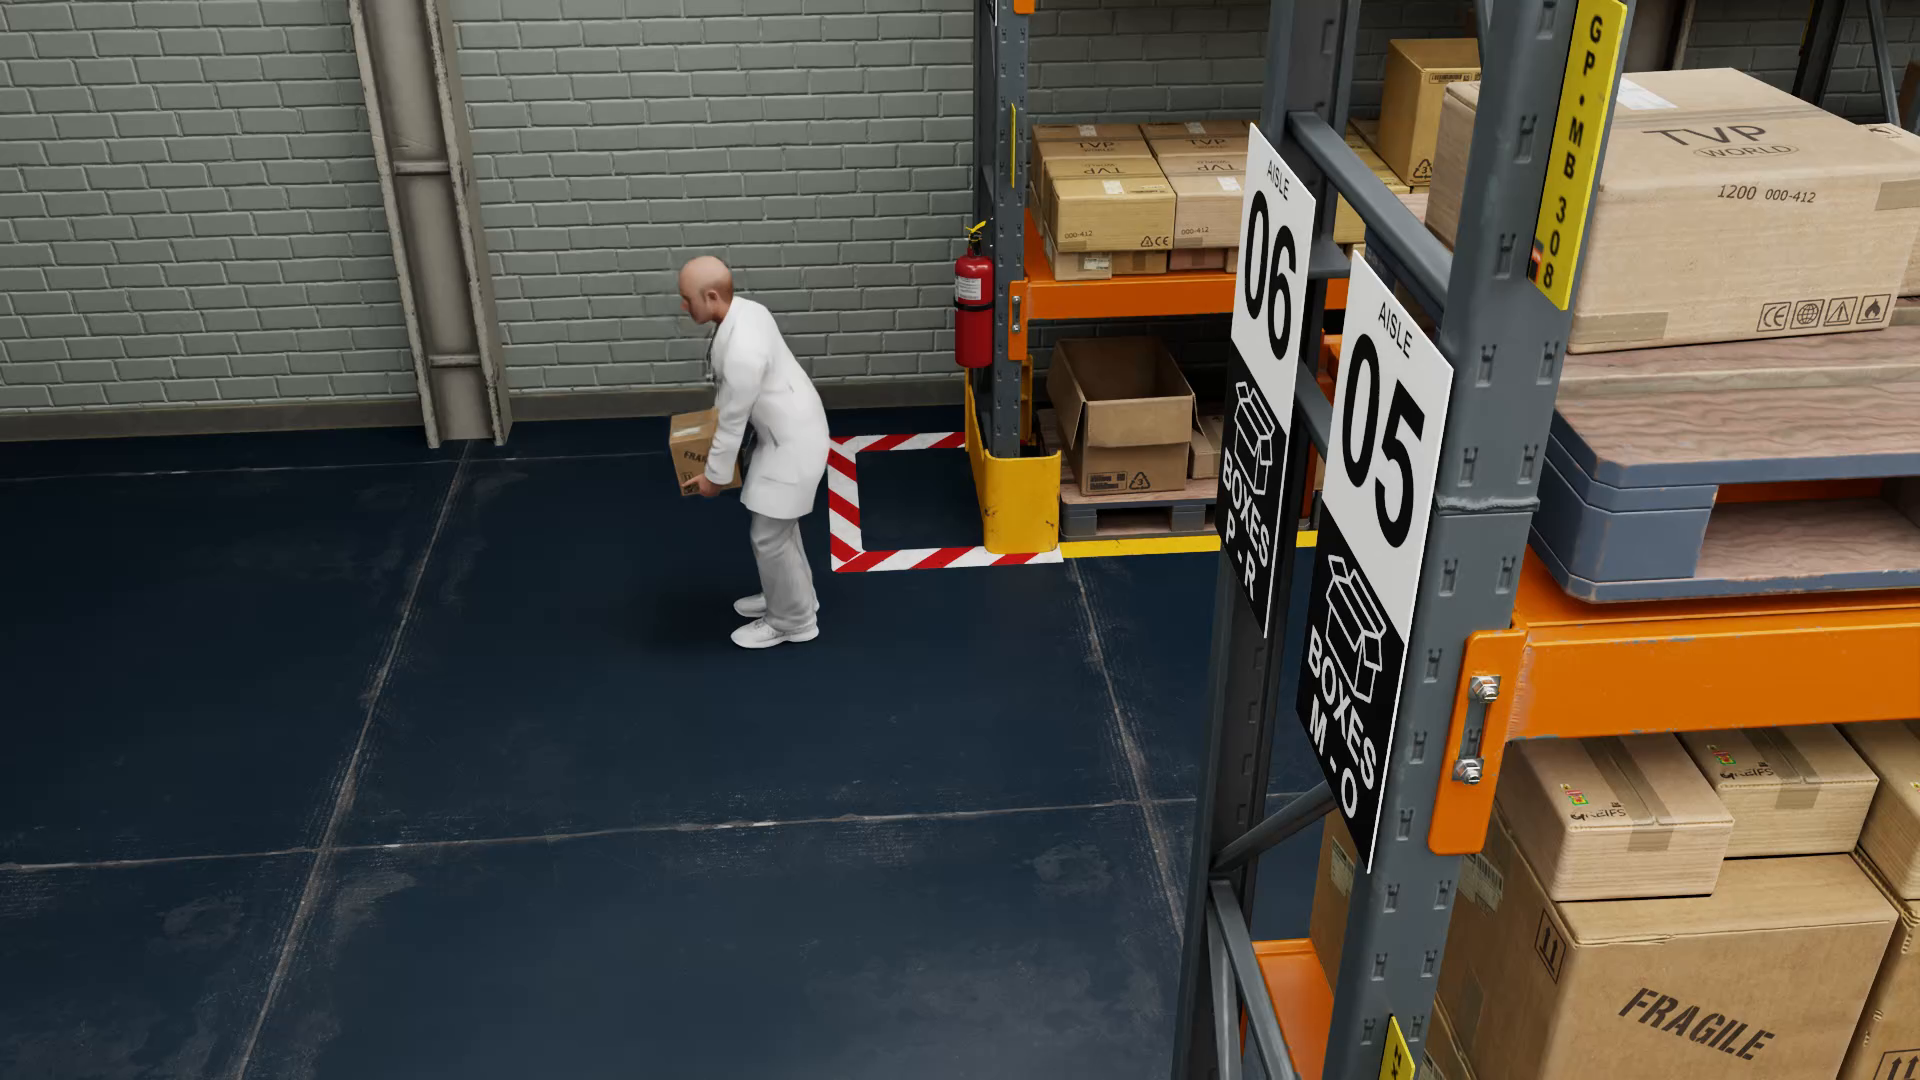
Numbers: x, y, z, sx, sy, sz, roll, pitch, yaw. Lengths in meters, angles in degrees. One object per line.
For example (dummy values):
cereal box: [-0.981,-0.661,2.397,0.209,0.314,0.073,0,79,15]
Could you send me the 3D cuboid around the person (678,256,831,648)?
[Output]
person: [-0.835,-0.360,6.819,0.609,1.718,0.526,-3,31,-5]
